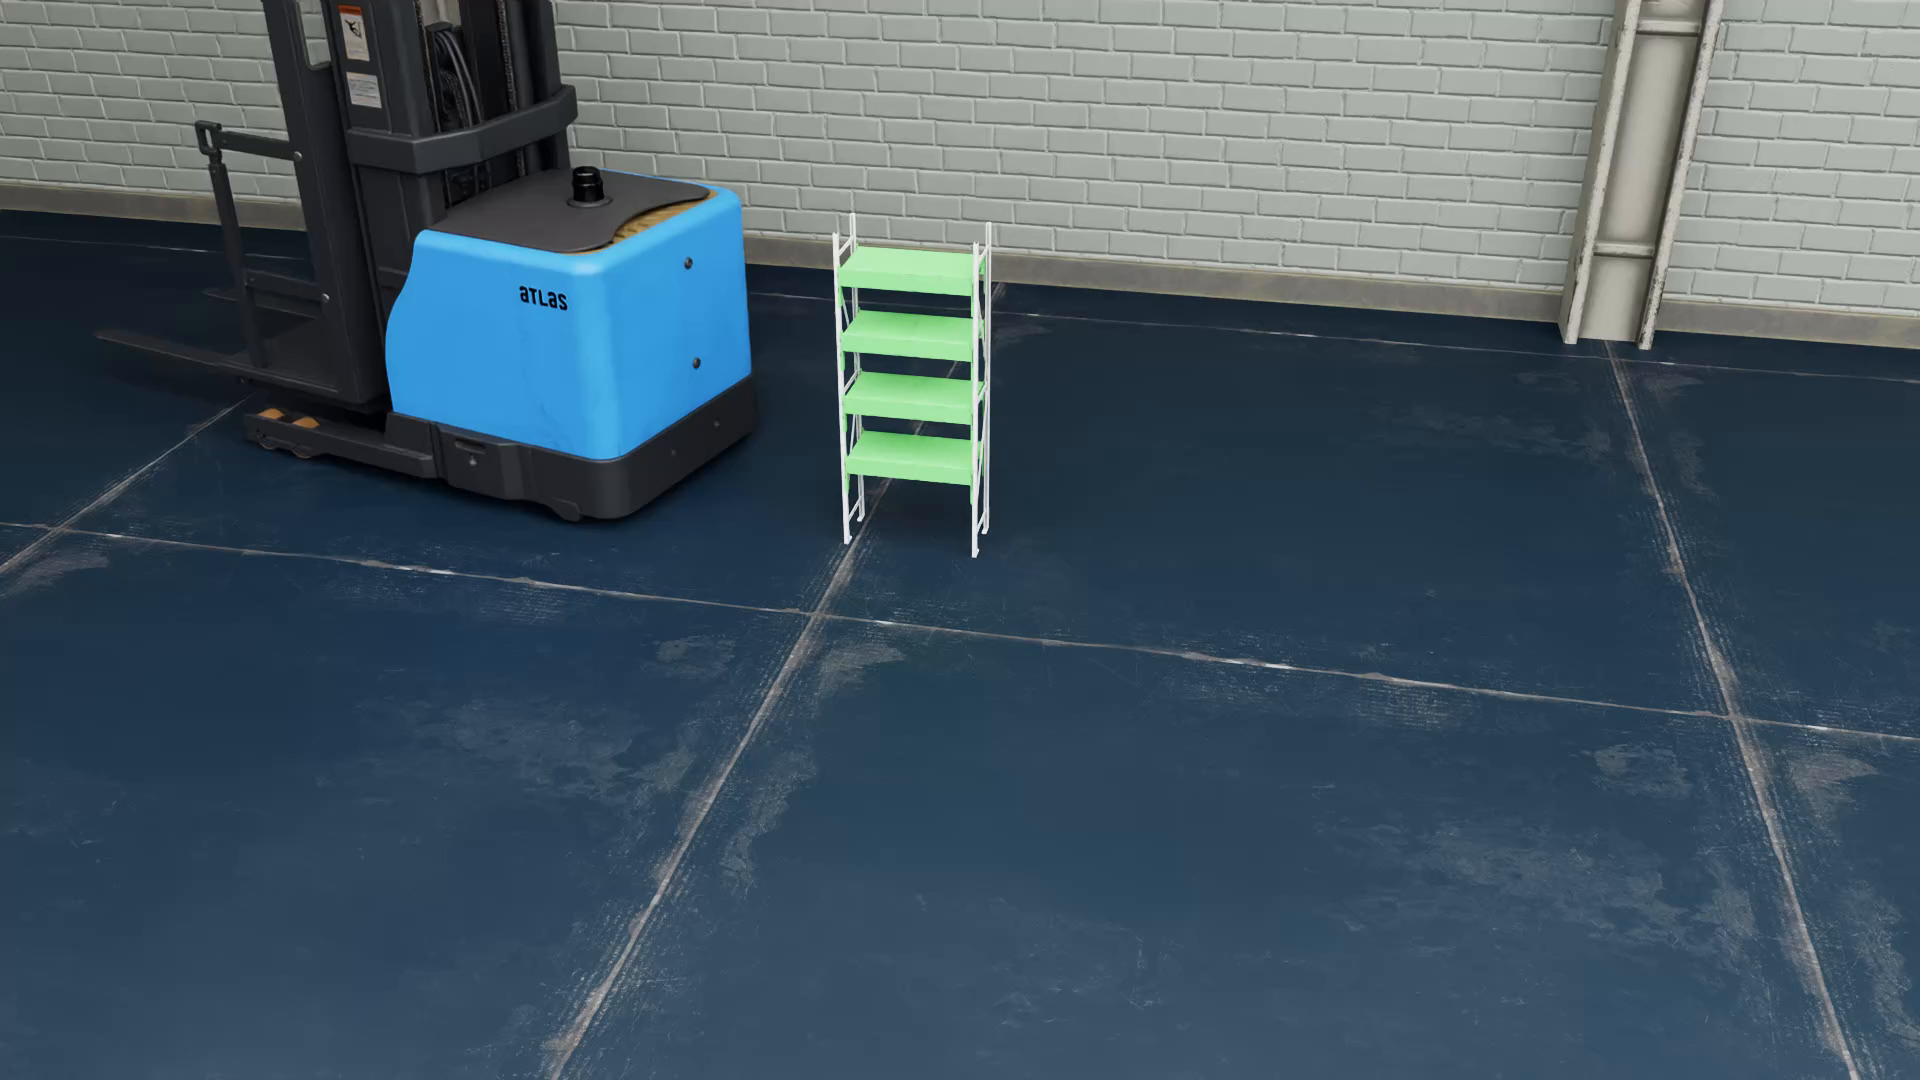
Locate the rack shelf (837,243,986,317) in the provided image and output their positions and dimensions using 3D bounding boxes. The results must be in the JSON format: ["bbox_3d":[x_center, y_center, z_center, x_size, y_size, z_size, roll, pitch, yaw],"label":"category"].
[{"bbox_3d":[-0.162,-0.908,5.792,0.480,0.148,0.258,6,29,11],"label":"rack shelf"}]

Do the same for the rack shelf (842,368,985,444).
[{"bbox_3d":[-0.162,-0.487,6.023,0.480,0.148,0.258,6,29,11],"label":"rack shelf"}]

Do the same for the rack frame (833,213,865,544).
[{"bbox_3d":[-0.401,-0.567,6.037,0.015,1.200,0.240,6,29,11],"label":"rack frame"}]

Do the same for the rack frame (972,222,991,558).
[{"bbox_3d":[0.077,-0.518,5.947,0.015,1.200,0.240,6,29,11],"label":"rack frame"}]

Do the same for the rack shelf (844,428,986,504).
[{"bbox_3d":[-0.162,-0.276,6.138,0.480,0.148,0.258,6,29,11],"label":"rack shelf"}]

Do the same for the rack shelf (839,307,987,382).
[{"bbox_3d":[-0.162,-0.697,5.908,0.480,0.148,0.258,6,29,11],"label":"rack shelf"}]

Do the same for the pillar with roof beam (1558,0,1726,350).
[{"bbox_3d":[2.223,-2.922,2.216,0.400,9.000,9.100,6,29,11],"label":"pillar with roof beam"}]

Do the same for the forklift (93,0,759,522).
[{"bbox_3d":[-2.398,-1.833,6.546,3.031,2.935,1.130,13,31,23],"label":"forklift"}]

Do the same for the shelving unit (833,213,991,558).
[{"bbox_3d":[-0.162,-0.543,5.992,0.503,1.200,0.258,6,29,11],"label":"shelving unit"}]

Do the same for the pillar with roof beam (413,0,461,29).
[{"bbox_3d":[-3.645,-3.524,3.315,0.400,9.000,9.100,6,29,11],"label":"pillar with roof beam"}]
